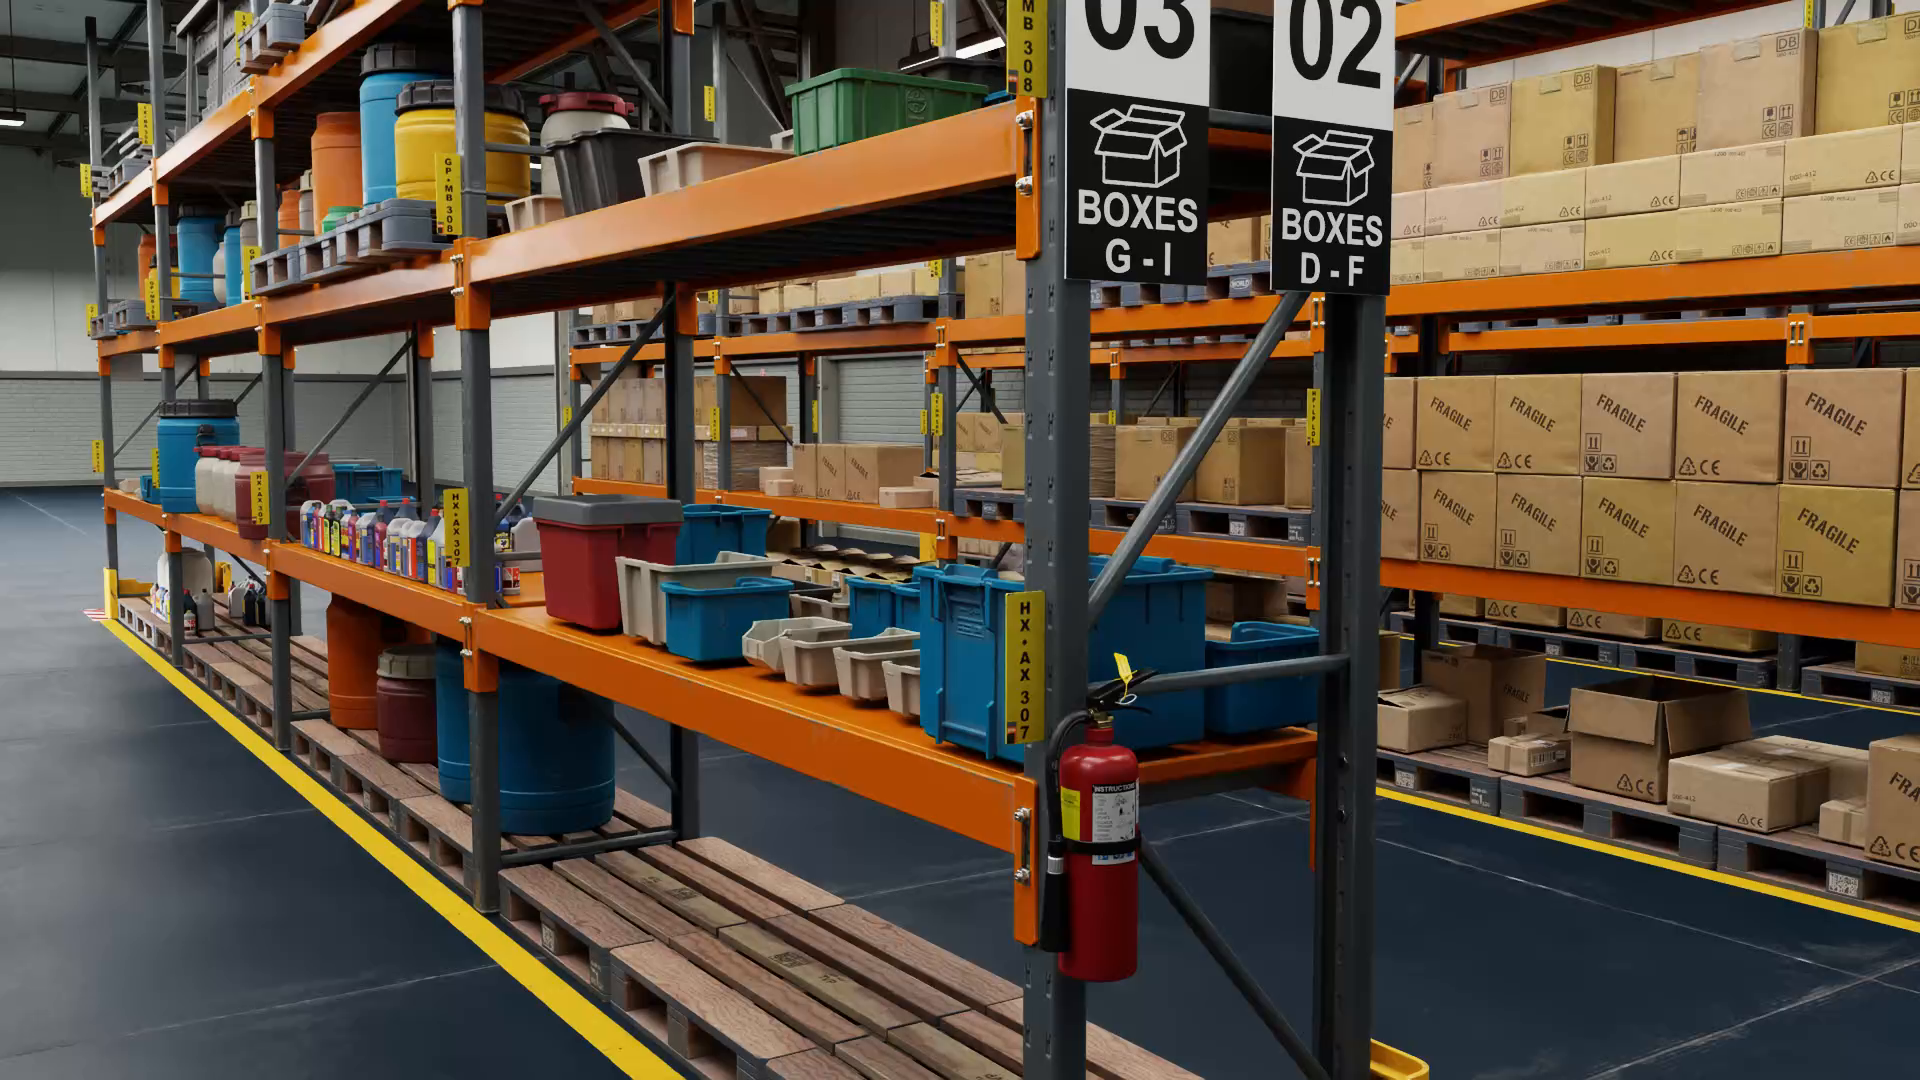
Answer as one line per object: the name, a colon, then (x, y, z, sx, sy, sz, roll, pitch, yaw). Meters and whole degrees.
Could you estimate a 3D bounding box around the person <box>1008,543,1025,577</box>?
person: (0.716, -0.015, 15.712, 0.562, 1.786, 0.625, -4, 6, -38)
